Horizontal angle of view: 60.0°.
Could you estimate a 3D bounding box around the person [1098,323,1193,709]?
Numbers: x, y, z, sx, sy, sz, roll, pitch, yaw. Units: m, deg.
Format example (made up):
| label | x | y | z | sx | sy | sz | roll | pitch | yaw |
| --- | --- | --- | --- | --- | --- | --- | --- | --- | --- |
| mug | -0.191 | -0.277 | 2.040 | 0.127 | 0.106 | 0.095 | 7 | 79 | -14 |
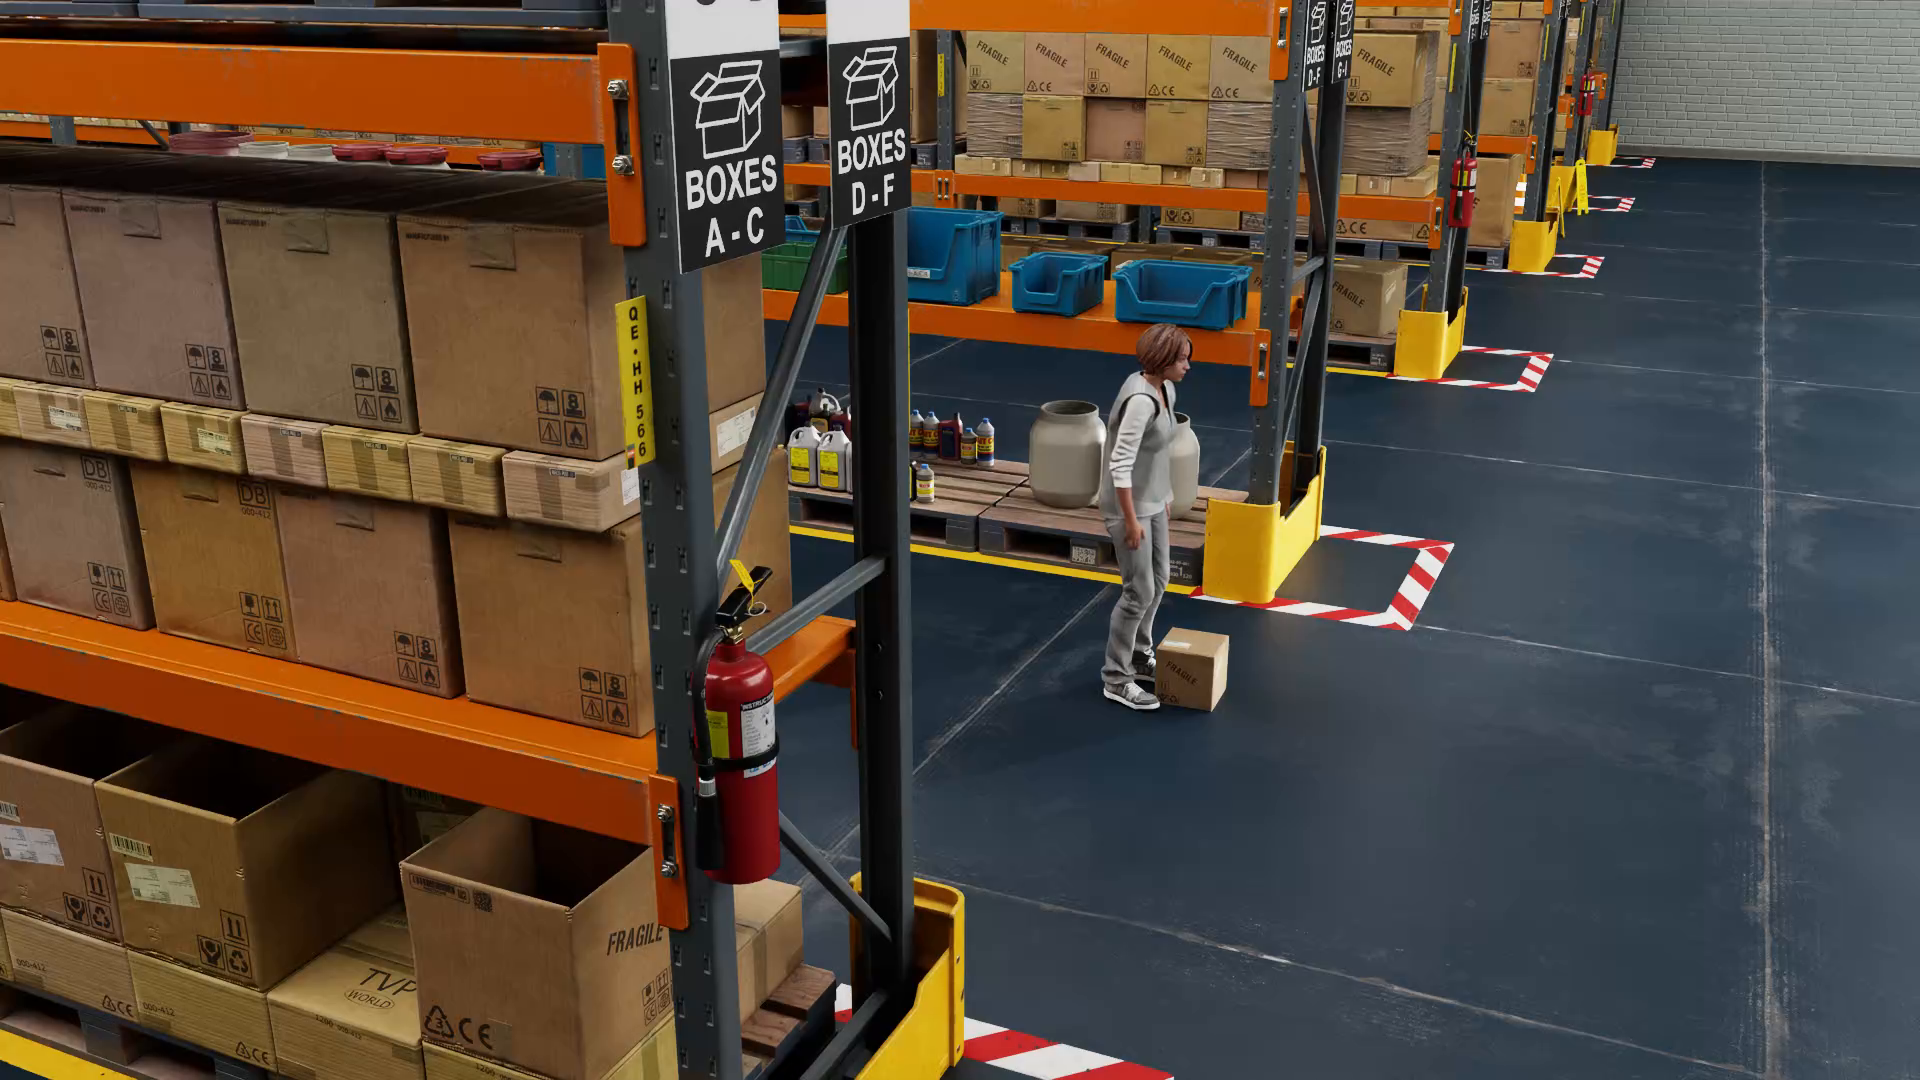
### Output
| label | x | y | z | sx | sy | sz | roll | pitch | yaw |
| --- | --- | --- | --- | --- | --- | --- | --- | --- | --- |
| person | 0.757 | -0.114 | 6.913 | 0.346 | 1.591 | 0.459 | 8 | 21 | 22 |
